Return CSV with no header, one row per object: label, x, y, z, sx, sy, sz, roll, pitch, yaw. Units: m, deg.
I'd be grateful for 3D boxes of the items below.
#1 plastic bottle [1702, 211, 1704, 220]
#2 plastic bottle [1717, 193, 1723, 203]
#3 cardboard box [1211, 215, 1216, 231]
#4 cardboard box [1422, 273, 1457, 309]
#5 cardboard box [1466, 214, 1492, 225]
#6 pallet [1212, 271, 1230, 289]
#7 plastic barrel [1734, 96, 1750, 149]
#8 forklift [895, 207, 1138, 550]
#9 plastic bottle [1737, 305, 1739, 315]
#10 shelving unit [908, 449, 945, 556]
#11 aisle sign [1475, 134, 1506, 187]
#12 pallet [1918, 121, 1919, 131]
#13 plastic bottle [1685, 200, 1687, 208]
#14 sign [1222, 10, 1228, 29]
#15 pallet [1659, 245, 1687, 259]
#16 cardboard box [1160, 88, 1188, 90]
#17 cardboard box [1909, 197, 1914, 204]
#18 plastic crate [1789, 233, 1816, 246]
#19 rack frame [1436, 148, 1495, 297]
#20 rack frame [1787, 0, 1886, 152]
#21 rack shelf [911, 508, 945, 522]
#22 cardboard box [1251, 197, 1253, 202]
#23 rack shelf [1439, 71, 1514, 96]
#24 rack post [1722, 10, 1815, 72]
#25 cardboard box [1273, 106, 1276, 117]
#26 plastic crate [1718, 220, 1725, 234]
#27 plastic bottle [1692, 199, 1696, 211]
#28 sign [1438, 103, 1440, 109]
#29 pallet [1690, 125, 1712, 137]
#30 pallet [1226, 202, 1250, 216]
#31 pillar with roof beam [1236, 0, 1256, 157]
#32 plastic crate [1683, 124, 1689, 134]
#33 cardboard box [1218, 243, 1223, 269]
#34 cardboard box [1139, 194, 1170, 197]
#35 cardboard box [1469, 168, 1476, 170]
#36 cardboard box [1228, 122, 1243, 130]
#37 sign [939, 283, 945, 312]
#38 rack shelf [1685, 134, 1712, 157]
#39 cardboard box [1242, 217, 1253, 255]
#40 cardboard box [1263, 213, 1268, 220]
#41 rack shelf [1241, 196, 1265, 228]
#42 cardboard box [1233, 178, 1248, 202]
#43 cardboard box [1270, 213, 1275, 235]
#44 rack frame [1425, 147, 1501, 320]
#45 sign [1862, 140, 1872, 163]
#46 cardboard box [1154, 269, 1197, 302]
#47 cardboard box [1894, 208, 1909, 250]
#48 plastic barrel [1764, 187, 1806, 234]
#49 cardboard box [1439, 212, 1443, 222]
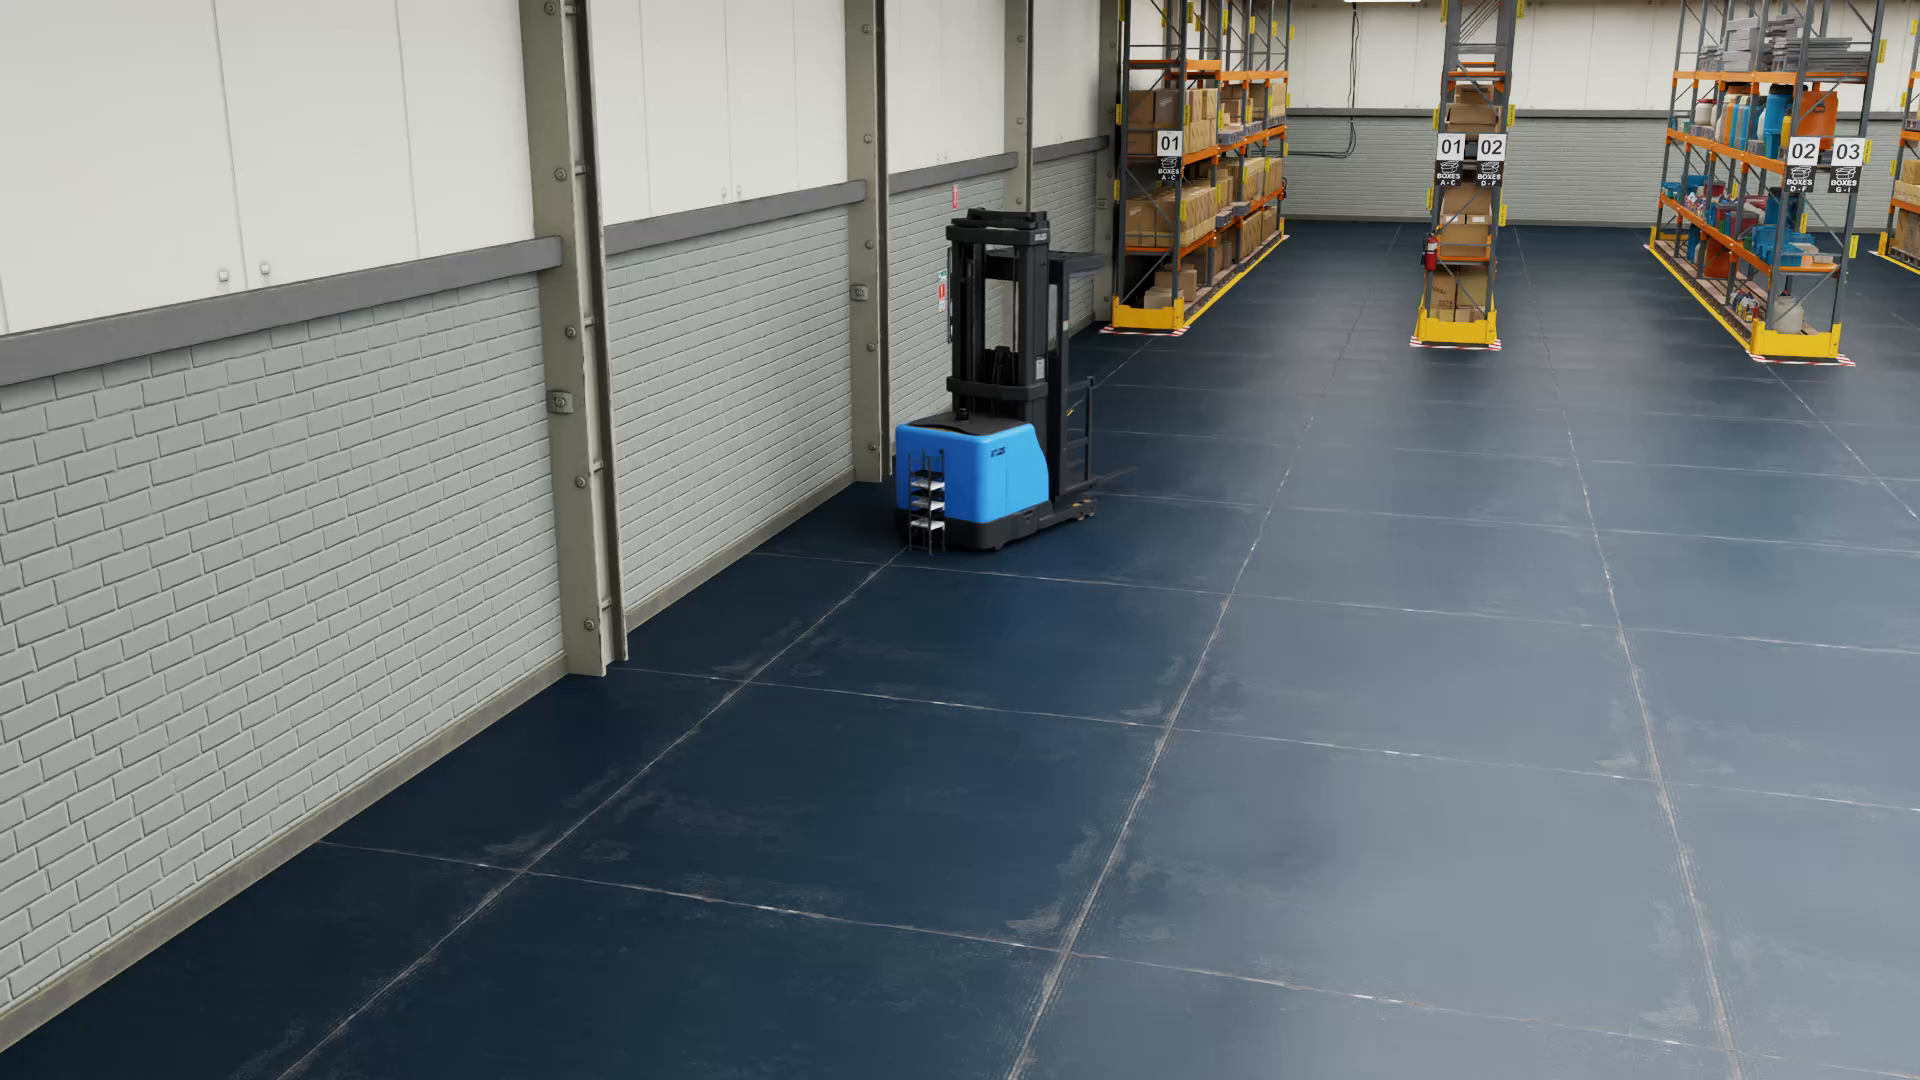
plastic bottle,14.642,-6.391,32.648,0.097,0.201,0.097,0,16,0
plastic bottle,15.936,-7.087,34.828,0.144,0.351,0.185,5,16,16
cardboard box,4.406,-5.830,30.547,0.500,0.250,0.500,5,16,16
cardboard box,7.731,-4.014,26.800,0.500,0.500,0.500,5,16,16
cardboard box,8.182,-5.057,26.209,0.380,0.149,0.250,5,16,15
pallet,4.815,-5.223,33.277,1.003,0.211,1.213,5,16,16
plastic barrel,13.871,-7.277,28.994,0.600,0.901,0.600,0,16,0
forklift,0.671,-1.664,15.745,1.130,2.935,3.031,11,19,34
plastic bottle,12.965,-3.837,27.602,0.097,0.201,0.097,0,16,0
shelving unit,-0.298,-0.331,14.766,0.258,0.900,0.210,11,19,34
aisle sign,8.139,-5.820,25.509,0.394,0.787,0.004,5,16,16
pallet,21.362,-8.913,35.841,1.003,0.211,1.213,5,16,16
plastic bottle,15.456,-7.140,35.290,0.097,0.201,0.097,0,16,0
sign,4.765,-9.367,29.927,0.100,0.325,0.005,5,16,16
pallet,16.539,-6.539,37.918,1.003,0.211,1.213,5,16,16
cardboard box,3.837,-7.916,30.113,0.500,0.500,0.500,5,17,17
cardboard box,21.054,-7.437,36.433,0.380,0.149,0.250,4,16,14
plastic crate,13.694,-4.890,27.265,0.499,0.251,0.616,5,16,16
rack frame,9.001,-5.657,29.698,1.000,3.000,0.127,5,16,16
rack frame,12.612,-7.112,23.832,1.000,3.000,0.127,5,16,16
rack shelf,-0.298,-0.212,14.800,0.258,0.077,0.200,11,19,34
cardboard box,6.296,-7.583,36.910,0.380,0.149,0.250,4,16,14
rack shelf,8.432,-7.482,27.187,1.077,0.370,4.000,5,16,16
rack post,14.226,-8.776,29.334,1.013,1.000,3.121,5,16,16
cardboard box,7.131,-10.047,38.999,0.500,0.250,0.500,4,16,15
plastic crate,13.973,-5.648,30.053,0.450,0.188,0.662,5,16,16
plastic bottle,15.137,-6.880,34.247,0.097,0.271,0.097,0,16,0
sign,8.478,-7.540,29.314,0.100,0.325,0.005,5,16,16
pallet,15.893,-8.505,34.586,1.213,0.211,1.003,5,16,16
pallet,5.286,-6.800,34.078,1.213,0.211,1.003,5,16,16
pillar with roof beam,11.726,-12.506,42.849,9.100,9.000,0.400,5,16,16
plastic crate,15.853,-8.840,35.812,0.450,0.188,0.662,5,16,16
cardboard box,4.974,-5.778,33.898,0.700,0.500,0.500,5,16,16
cardboard box,3.339,-5.698,28.707,0.500,0.500,0.500,4,16,14
cardboard box,11.678,-8.381,37.285,0.500,0.500,0.500,5,17,17
cardboard box,5.441,-8.287,33.601,0.500,0.311,0.500,5,16,16
sign,-0.217,-2.911,19.951,0.001,0.329,0.234,5,16,16
rack shelf,15.454,-7.939,33.563,1.077,0.370,4.000,5,16,16
cardboard box,5.977,-6.666,36.423,0.750,0.750,0.750,5,16,16
cardboard box,7.107,-7.708,39.551,0.380,0.149,0.250,5,17,18
rack shelf,5.955,-7.264,36.681,1.077,0.370,4.000,5,16,16
cardboard box,5.770,-7.395,35.059,0.500,0.500,0.500,5,17,18
cardboard box,7.415,-7.857,41.267,0.700,0.500,0.500,5,16,16
rack frame,7.864,-4.611,26.008,1.000,3.000,0.127,5,16,16
sign,13.138,-5.629,24.086,0.100,0.325,0.005,5,16,16
cardboard box,3.815,-4.514,29.443,0.700,0.500,0.500,4,16,12
cardboard box,21.802,-7.034,37.675,0.875,0.875,0.875,5,16,16
plastic barrel,14.149,-5.591,28.545,0.600,0.901,0.708,5,16,16
cardboard box,7.863,-5.154,26.553,0.380,0.149,0.250,5,17,17
